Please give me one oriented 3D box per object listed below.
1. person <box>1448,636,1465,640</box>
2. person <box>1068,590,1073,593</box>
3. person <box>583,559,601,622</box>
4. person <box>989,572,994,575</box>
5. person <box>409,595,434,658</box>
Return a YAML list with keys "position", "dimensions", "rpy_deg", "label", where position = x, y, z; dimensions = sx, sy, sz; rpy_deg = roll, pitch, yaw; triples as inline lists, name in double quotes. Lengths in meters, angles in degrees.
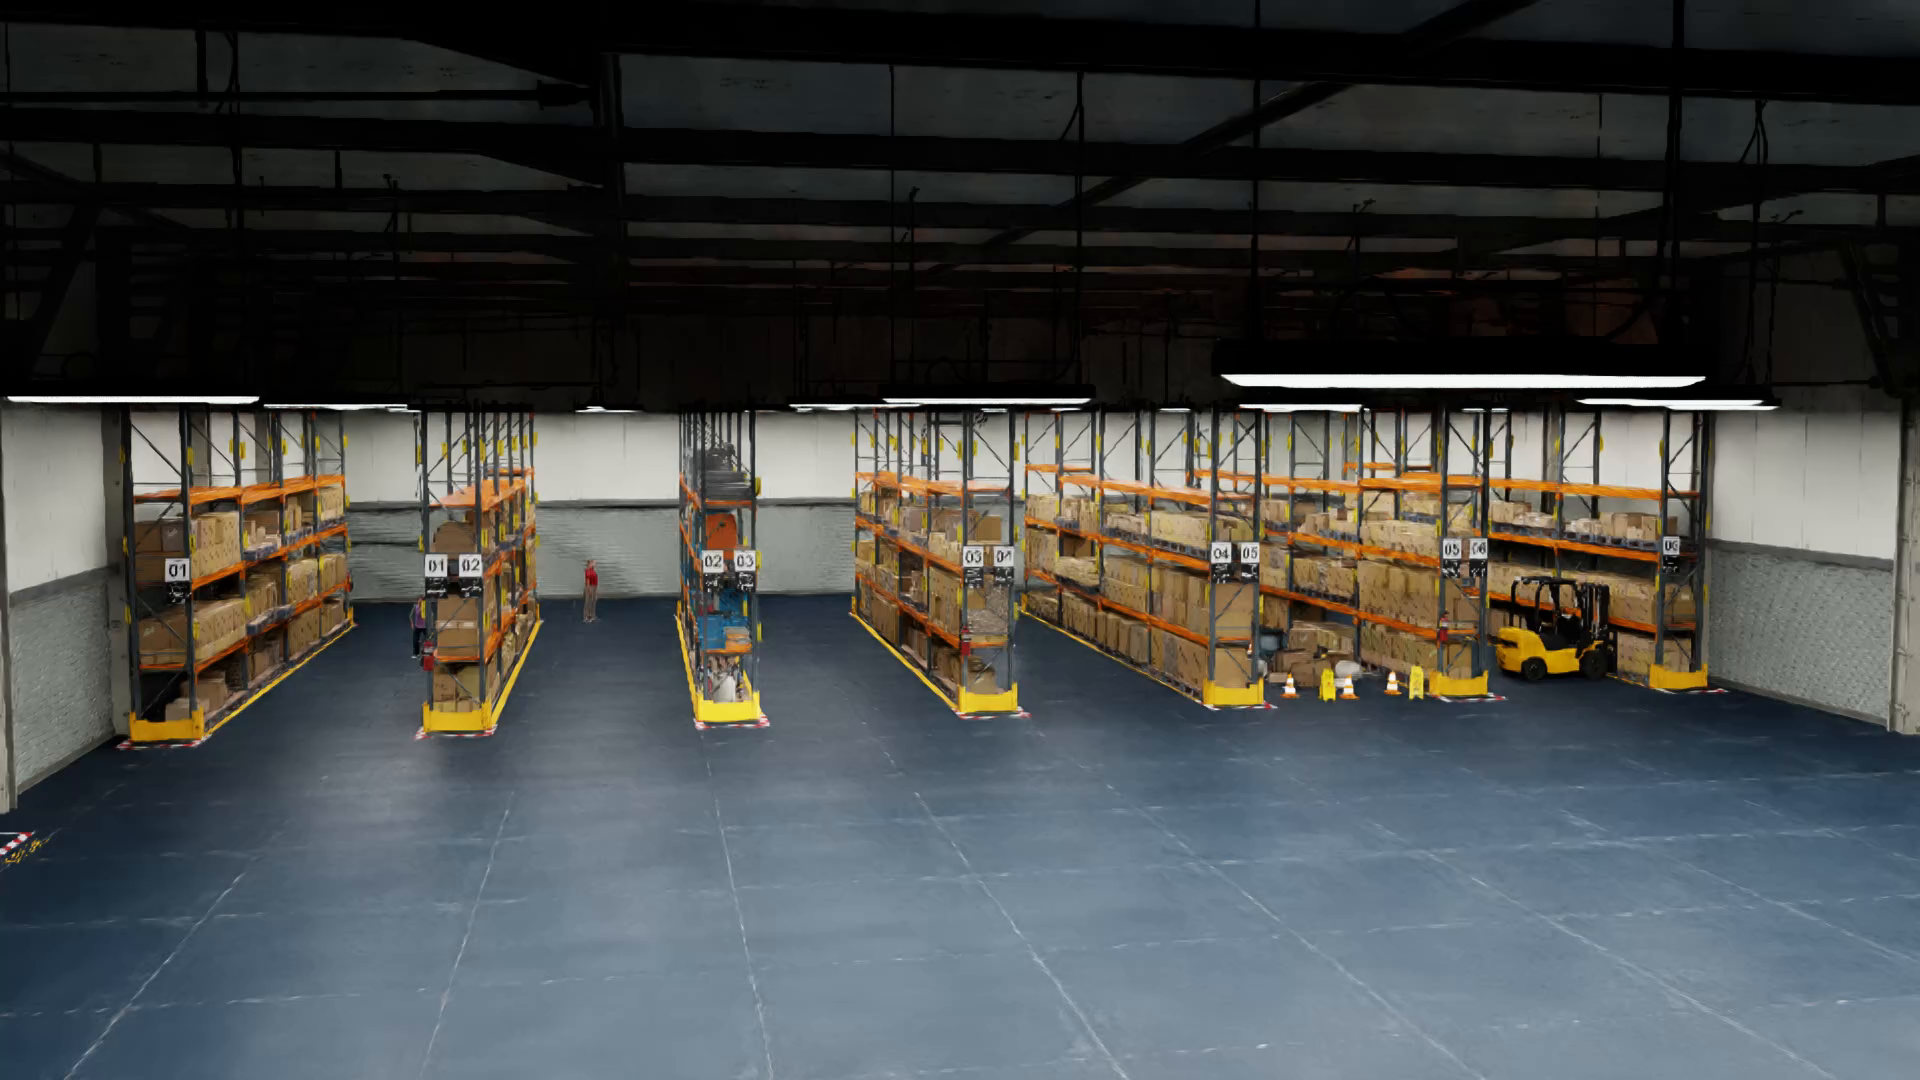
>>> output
- position: [11.200, 2.035, 37.546]
  dimensions: [0.375, 1.679, 0.575]
  rpy_deg: [-2, 5, -26]
  label: "person"
- position: [3.556, 0.882, 53.191]
  dimensions: [0.533, 1.669, 0.514]
  rpy_deg: [2, 5, 26]
  label: "person"
- position: [-10.189, 1.380, 45.943]
  dimensions: [0.414, 1.736, 0.641]
  rpy_deg: [0, 4, 2]
  label: "person"
- position: [0.802, 1.360, 46.800]
  dimensions: [0.543, 1.648, 1.115]
  rpy_deg: [-1, 4, -8]
  label: "person"
- position: [-12.574, 2.037, 38.846]
  dimensions: [0.566, 1.526, 0.519]
  rpy_deg: [-1, 4, -14]
  label: "person"
